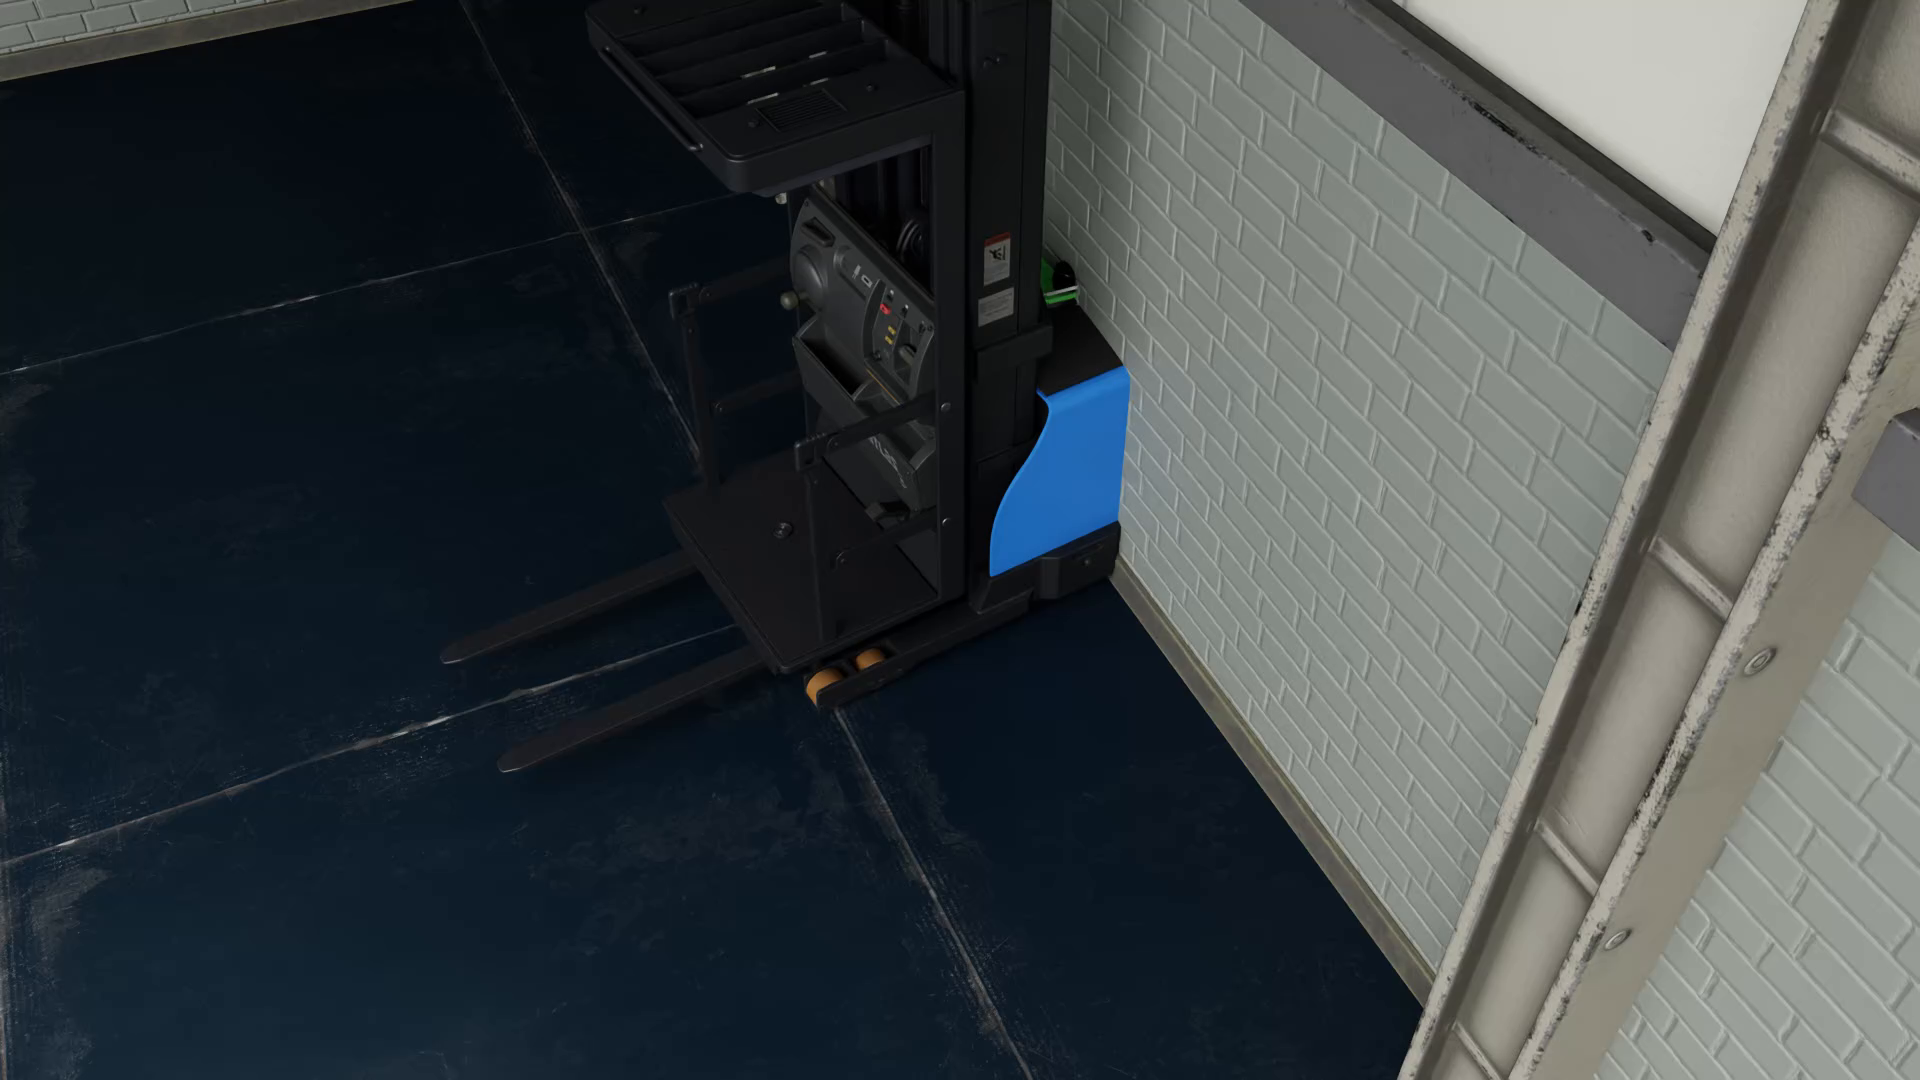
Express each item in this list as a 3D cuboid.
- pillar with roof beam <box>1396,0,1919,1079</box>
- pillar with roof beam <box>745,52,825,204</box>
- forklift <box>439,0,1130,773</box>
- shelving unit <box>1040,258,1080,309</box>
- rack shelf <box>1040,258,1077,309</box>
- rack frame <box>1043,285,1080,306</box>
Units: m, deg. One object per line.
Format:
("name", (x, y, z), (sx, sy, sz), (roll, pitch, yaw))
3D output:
("pillar with roof beam", (-2.302, -0.086, 0.799), (9.100, 9.000, 0.400), (-18, 47, -17))
("pillar with roof beam", (-4.825, -3.910, 4.674), (9.100, 9.000, 0.400), (-18, 47, -17))
("forklift", (-0.532, -0.811, 5.854), (3.031, 2.935, 1.130), (-24, 49, -22))
("shelving unit", (0.248, -0.693, 6.878), (0.258, 1.200, 0.503), (-17, 43, -21))
("rack shelf", (0.258, -1.014, 6.614), (0.258, 0.148, 0.480), (-17, 43, -21))
("rack frame", (0.357, -0.552, 6.711), (0.240, 1.200, 0.015), (-17, 43, -21))
